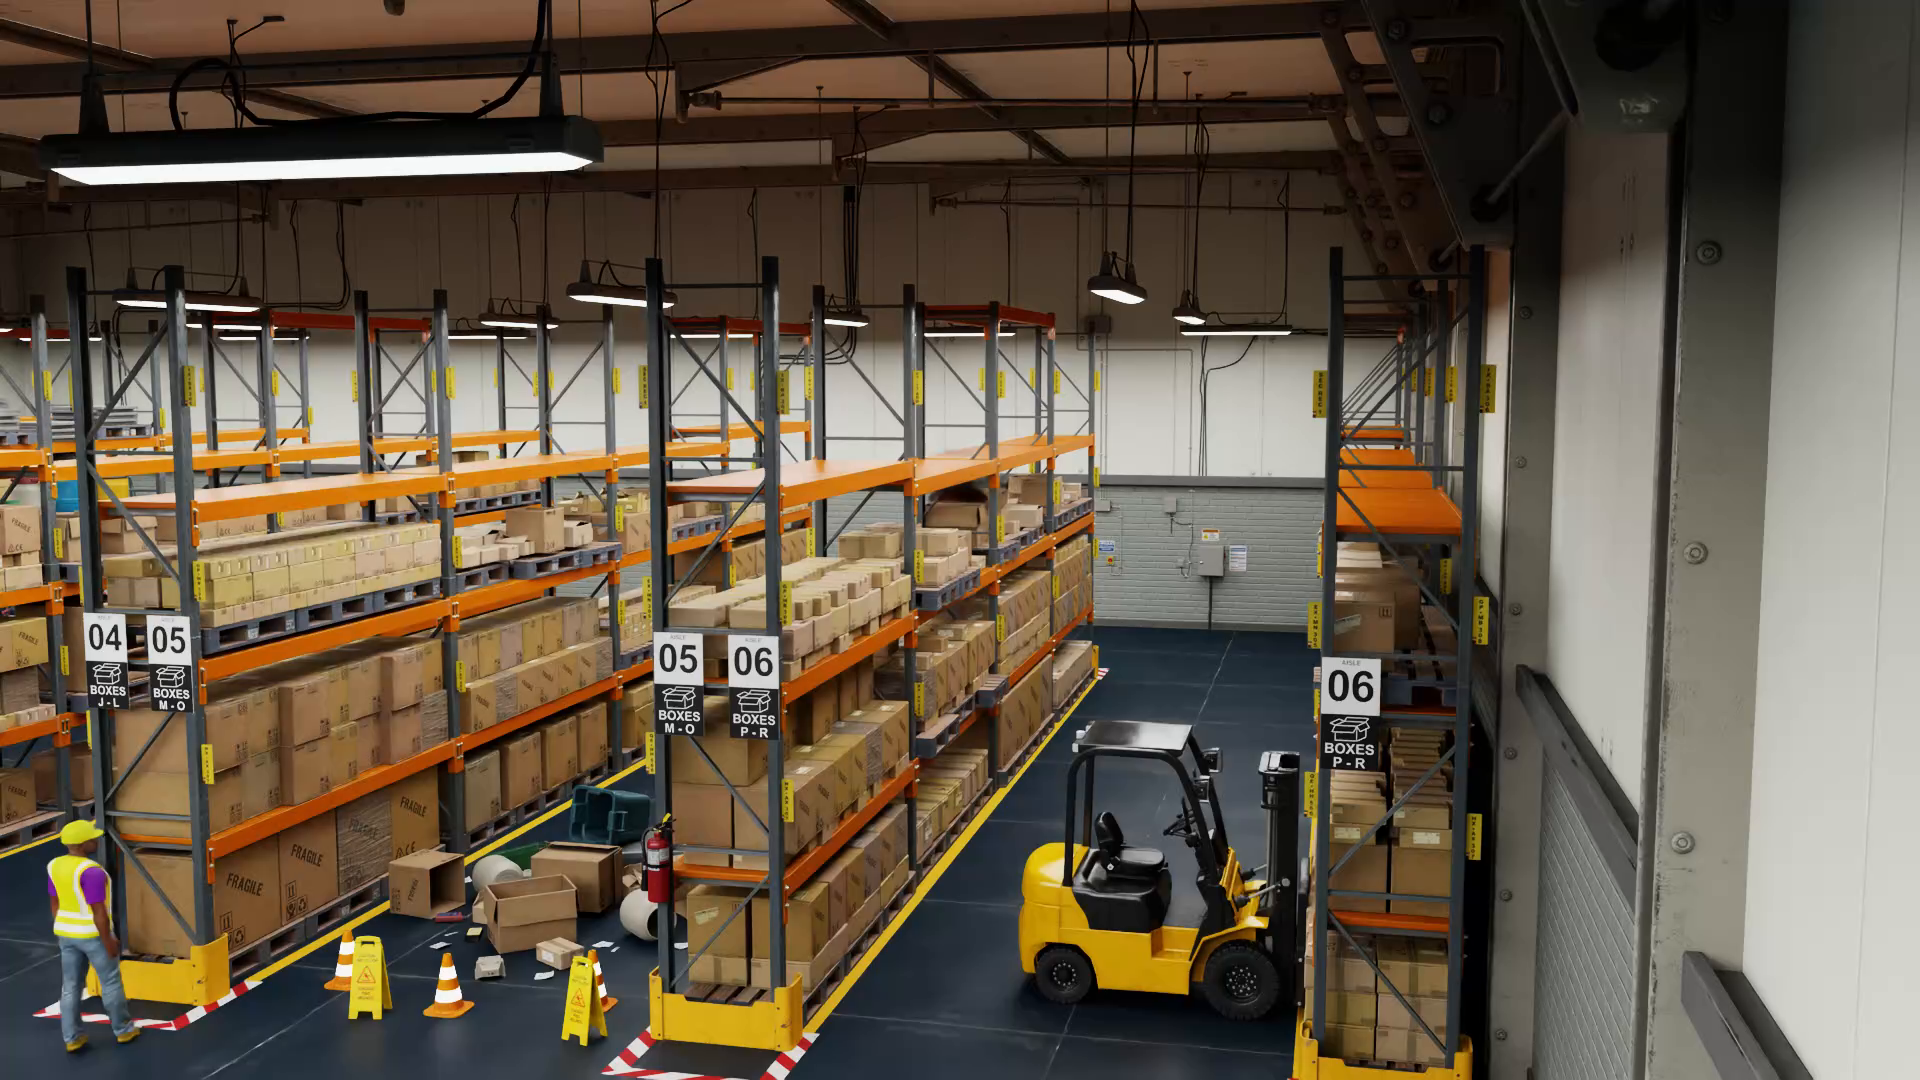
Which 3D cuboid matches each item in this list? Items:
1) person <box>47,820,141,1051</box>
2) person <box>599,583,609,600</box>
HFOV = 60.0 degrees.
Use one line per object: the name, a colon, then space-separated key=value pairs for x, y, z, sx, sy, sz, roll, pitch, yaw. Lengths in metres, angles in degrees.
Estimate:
person: x=-6.650 y=2.998 z=12.759 sx=0.585 sy=1.779 sz=0.536 roll=2 pitch=6 yaw=16
person: x=-5.694 y=1.579 z=27.015 sx=0.538 sy=1.671 sz=1.104 roll=1 pitch=6 yaw=12
